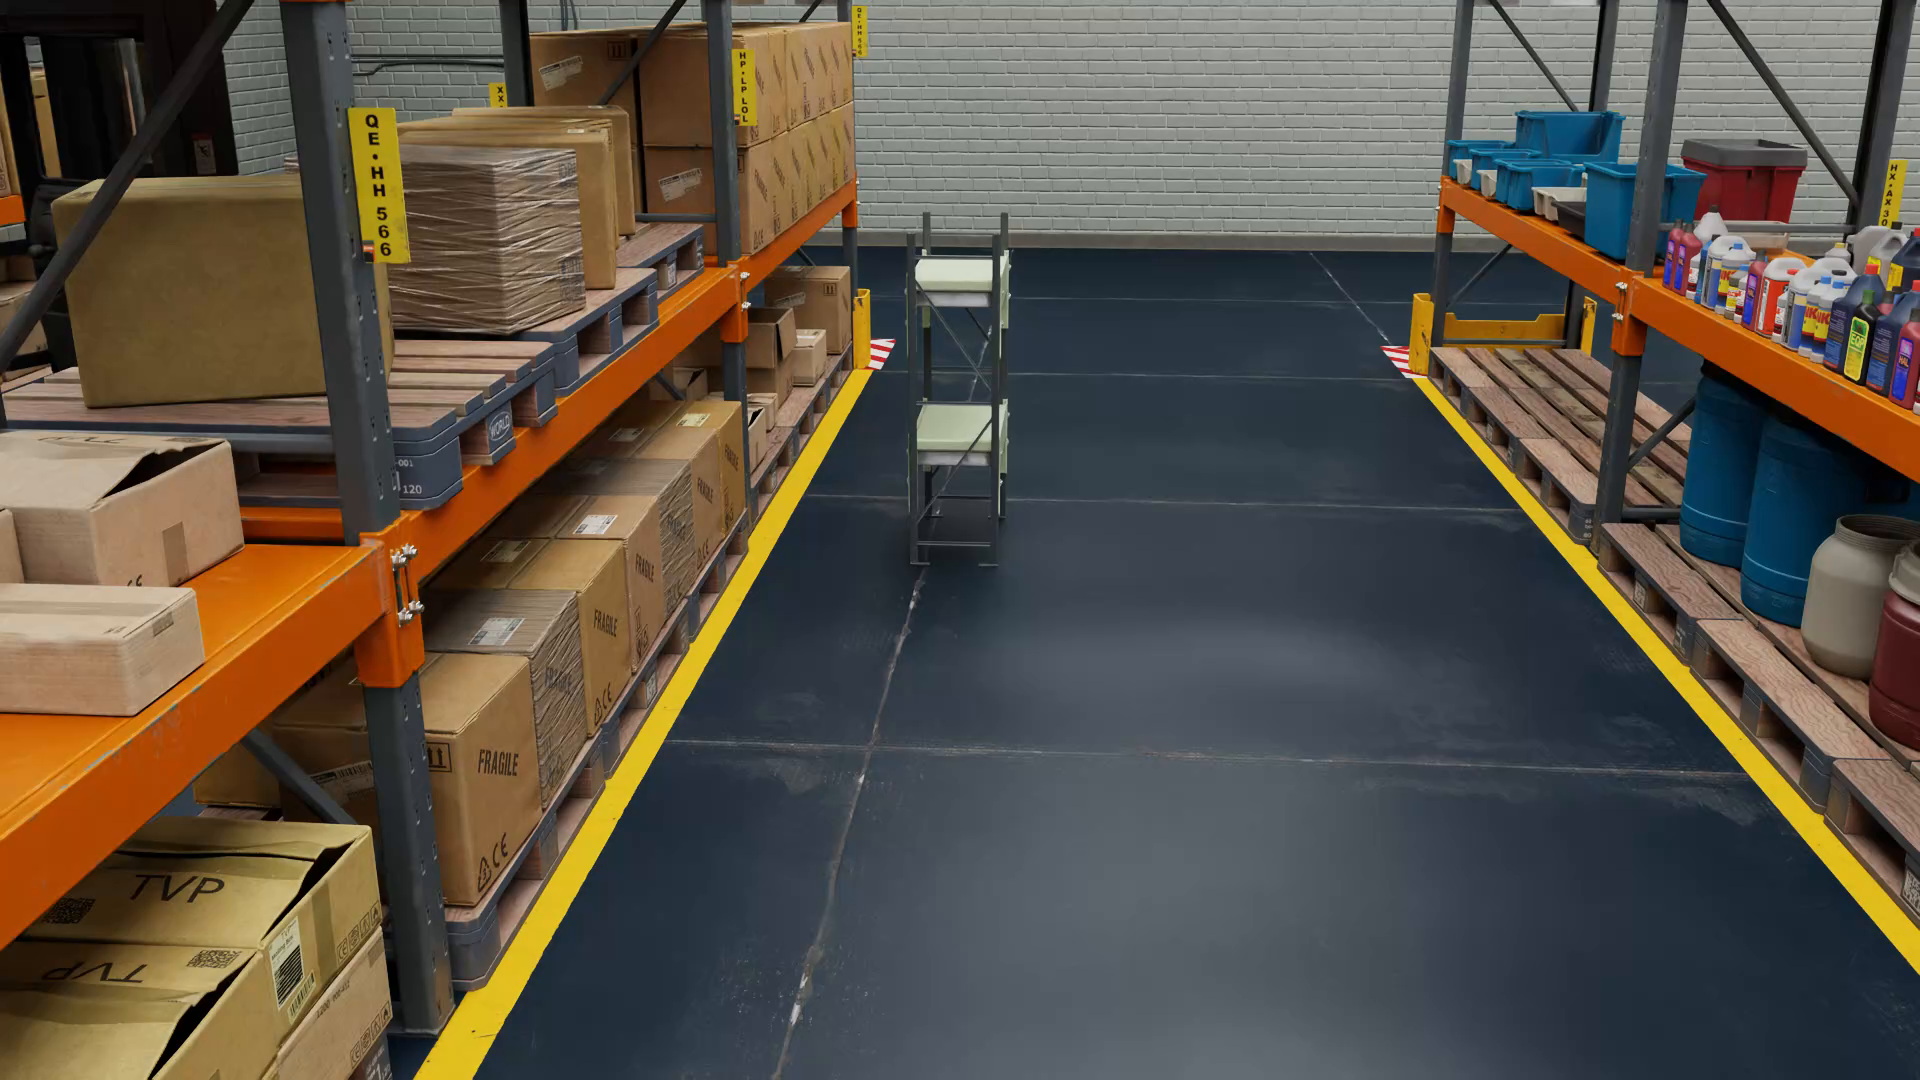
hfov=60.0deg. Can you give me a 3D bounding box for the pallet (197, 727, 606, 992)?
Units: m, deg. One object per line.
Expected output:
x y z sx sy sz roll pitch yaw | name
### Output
-1.701 0.879 4.901 1.003 0.211 1.213 1 18 4 | pallet

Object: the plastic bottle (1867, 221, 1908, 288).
3.552 -1.033 6.336 0.144 0.351 0.185 1 18 4 | plastic bottle

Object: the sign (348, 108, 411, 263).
-1.238 -0.754 3.547 0.100 0.325 0.005 1 18 4 | sign

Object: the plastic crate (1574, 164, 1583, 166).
3.844 -2.234 10.250 0.396 0.136 0.243 1 18 4 | plastic crate

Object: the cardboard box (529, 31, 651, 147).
-1.727 -2.143 7.879 0.500 0.500 0.500 1 18 4 | cardboard box

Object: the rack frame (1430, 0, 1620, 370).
3.722 -2.588 11.004 1.000 3.000 0.127 1 18 4 | rack frame

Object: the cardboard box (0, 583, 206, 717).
-1.581 0.190 2.930 0.380 0.149 0.250 1 18 4 | cardboard box

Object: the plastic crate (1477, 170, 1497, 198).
3.222 -2.113 9.883 0.250 0.136 0.298 1 18 4 | plastic crate

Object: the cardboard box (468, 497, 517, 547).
-1.890 0.144 5.974 0.500 0.500 0.500 1 18 2 | cardboard box

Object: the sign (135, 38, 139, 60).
-5.620 -3.455 11.411 0.100 0.325 0.005 1 18 4 | sign

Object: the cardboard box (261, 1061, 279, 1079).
-1.620 1.221 3.121 0.500 0.250 0.500 1 18 3 | cardboard box

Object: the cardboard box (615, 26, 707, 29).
-1.620 -2.615 9.320 0.500 0.500 0.500 1 18 3 | cardboard box

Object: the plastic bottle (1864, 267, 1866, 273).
3.577 -1.005 6.492 0.097 0.201 0.097 0 18 0 | plastic bottle

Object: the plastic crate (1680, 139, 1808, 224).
3.749 -1.676 8.022 0.402 0.464 0.583 1 18 4 | plastic crate

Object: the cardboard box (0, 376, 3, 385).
-6.212 -1.124 9.875 0.700 0.500 0.500 2 18 5 | cardboard box

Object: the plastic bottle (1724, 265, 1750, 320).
2.953 -0.937 6.284 0.097 0.201 0.097 0 18 0 | plastic bottle

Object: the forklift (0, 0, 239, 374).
-4.194 -1.478 7.727 1.130 2.935 3.031 9 20 26 | forklift

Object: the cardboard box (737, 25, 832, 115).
-1.044 -2.760 9.762 0.500 0.500 0.500 2 18 5 | cardboard box

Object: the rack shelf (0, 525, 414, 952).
-1.935 0.748 1.978 1.077 0.370 4.000 1 18 4 | rack shelf

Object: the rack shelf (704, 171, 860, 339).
-1.362 -1.737 9.561 1.077 0.370 4.000 1 18 4 | rack shelf

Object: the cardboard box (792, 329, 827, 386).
-1.110 -1.133 10.274 0.500 0.250 0.500 1 18 4 | cardboard box

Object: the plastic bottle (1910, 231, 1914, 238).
3.758 -1.088 6.613 0.061 0.283 0.133 1 18 4 | plastic bottle

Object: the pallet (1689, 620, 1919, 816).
3.253 0.598 5.759 1.003 0.211 1.213 1 18 4 | pallet

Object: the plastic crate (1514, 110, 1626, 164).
3.884 -2.525 10.659 0.616 0.435 0.499 1 18 4 | plastic crate

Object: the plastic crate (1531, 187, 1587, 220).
3.260 -1.796 8.915 0.293 0.136 0.466 1 18 4 | plastic crate

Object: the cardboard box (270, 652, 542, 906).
-1.474 0.629 4.495 0.500 0.500 0.500 2 18 6 | cardboard box

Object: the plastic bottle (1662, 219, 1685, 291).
2.983 -1.186 6.912 0.061 0.283 0.133 1 18 4 | plastic bottle

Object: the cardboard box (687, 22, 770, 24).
-1.513 -3.090 10.771 0.500 0.500 0.500 2 18 6 | cardboard box

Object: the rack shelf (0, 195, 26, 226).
-6.303 -1.846 9.895 1.077 0.370 4.000 1 18 4 | rack shelf

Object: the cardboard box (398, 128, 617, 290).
-1.570 -1.154 5.794 0.700 0.500 0.500 -3 18 -10 | cardboard box

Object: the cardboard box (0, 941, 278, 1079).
-1.615 0.955 3.031 0.500 0.311 0.500 1 18 3 | cardboard box

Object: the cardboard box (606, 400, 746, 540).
-1.255 -0.319 7.387 0.500 0.500 0.500 1 18 4 | cardboard box

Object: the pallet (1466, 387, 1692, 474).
3.534 -0.630 9.506 1.003 0.211 1.213 1 18 4 | pallet

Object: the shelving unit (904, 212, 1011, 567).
0.000 -0.711 7.683 0.431 1.500 0.755 1 18 4 | shelving unit

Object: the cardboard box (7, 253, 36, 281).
-5.955 -1.786 10.855 0.380 0.149 0.250 2 18 5 | cardboard box

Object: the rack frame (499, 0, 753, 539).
-1.505 -1.457 7.553 1.000 3.000 0.127 1 18 4 | rack frame

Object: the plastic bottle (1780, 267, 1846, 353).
2.939 -0.792 5.722 0.152 0.276 0.135 1 18 4 | plastic bottle

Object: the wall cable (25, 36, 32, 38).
-7.011 -3.711 12.799 0.084 1.984 1.851 1 18 4 | wall cable

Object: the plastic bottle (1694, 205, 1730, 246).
3.084 -1.208 6.870 0.144 0.351 0.185 1 18 4 | plastic bottle

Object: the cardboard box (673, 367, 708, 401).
-1.694 -0.805 9.174 0.500 0.311 0.500 1 18 4 | cardboard box

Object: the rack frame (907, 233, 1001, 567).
-0.027 -0.597 7.336 0.400 1.500 0.023 1 18 4 | rack frame

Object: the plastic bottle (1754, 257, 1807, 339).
2.955 -0.864 5.941 0.152 0.276 0.135 1 18 4 | plastic bottle

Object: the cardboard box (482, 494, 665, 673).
-1.369 0.148 5.962 0.500 0.500 0.500 1 18 2 | cardboard box

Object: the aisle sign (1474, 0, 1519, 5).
3.431 -3.852 10.688 0.394 0.787 0.004 1 18 4 | aisle sign

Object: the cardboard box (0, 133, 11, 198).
-6.291 -2.330 9.736 0.980 0.700 0.700 0 18 1 | cardboard box

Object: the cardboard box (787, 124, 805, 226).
-1.125 -1.972 8.962 0.500 0.500 0.500 1 18 4 | cardboard box

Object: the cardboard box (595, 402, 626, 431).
-1.783 -0.334 7.432 0.500 0.500 0.500 0 18 1 | cardboard box

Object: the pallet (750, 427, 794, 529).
-1.455 -0.345 8.639 1.003 0.211 1.213 1 18 4 | pallet

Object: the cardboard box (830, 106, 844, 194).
-1.013 -2.441 10.394 0.500 0.500 0.500 1 18 4 | cardboard box

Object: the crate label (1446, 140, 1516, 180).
3.376 -2.468 10.809 0.416 0.233 0.303 1 18 4 | crate label

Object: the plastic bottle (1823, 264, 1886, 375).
2.909 -0.717 5.374 0.144 0.351 0.185 1 18 4 | plastic bottle

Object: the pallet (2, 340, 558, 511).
-1.814 -0.336 4.439 1.213 0.211 1.003 1 18 4 | pallet

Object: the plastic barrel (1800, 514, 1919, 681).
3.199 0.199 5.820 0.421 0.512 0.421 0 18 0 | plastic barrel

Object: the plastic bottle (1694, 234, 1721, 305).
2.977 -1.072 6.585 0.097 0.271 0.097 0 18 0 | plastic bottle

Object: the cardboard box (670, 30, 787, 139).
-1.154 -2.280 8.299 0.500 0.500 0.500 1 18 2 | cardboard box

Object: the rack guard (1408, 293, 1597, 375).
3.711 -1.408 11.417 1.175 0.500 0.348 1 18 4 | rack guard
